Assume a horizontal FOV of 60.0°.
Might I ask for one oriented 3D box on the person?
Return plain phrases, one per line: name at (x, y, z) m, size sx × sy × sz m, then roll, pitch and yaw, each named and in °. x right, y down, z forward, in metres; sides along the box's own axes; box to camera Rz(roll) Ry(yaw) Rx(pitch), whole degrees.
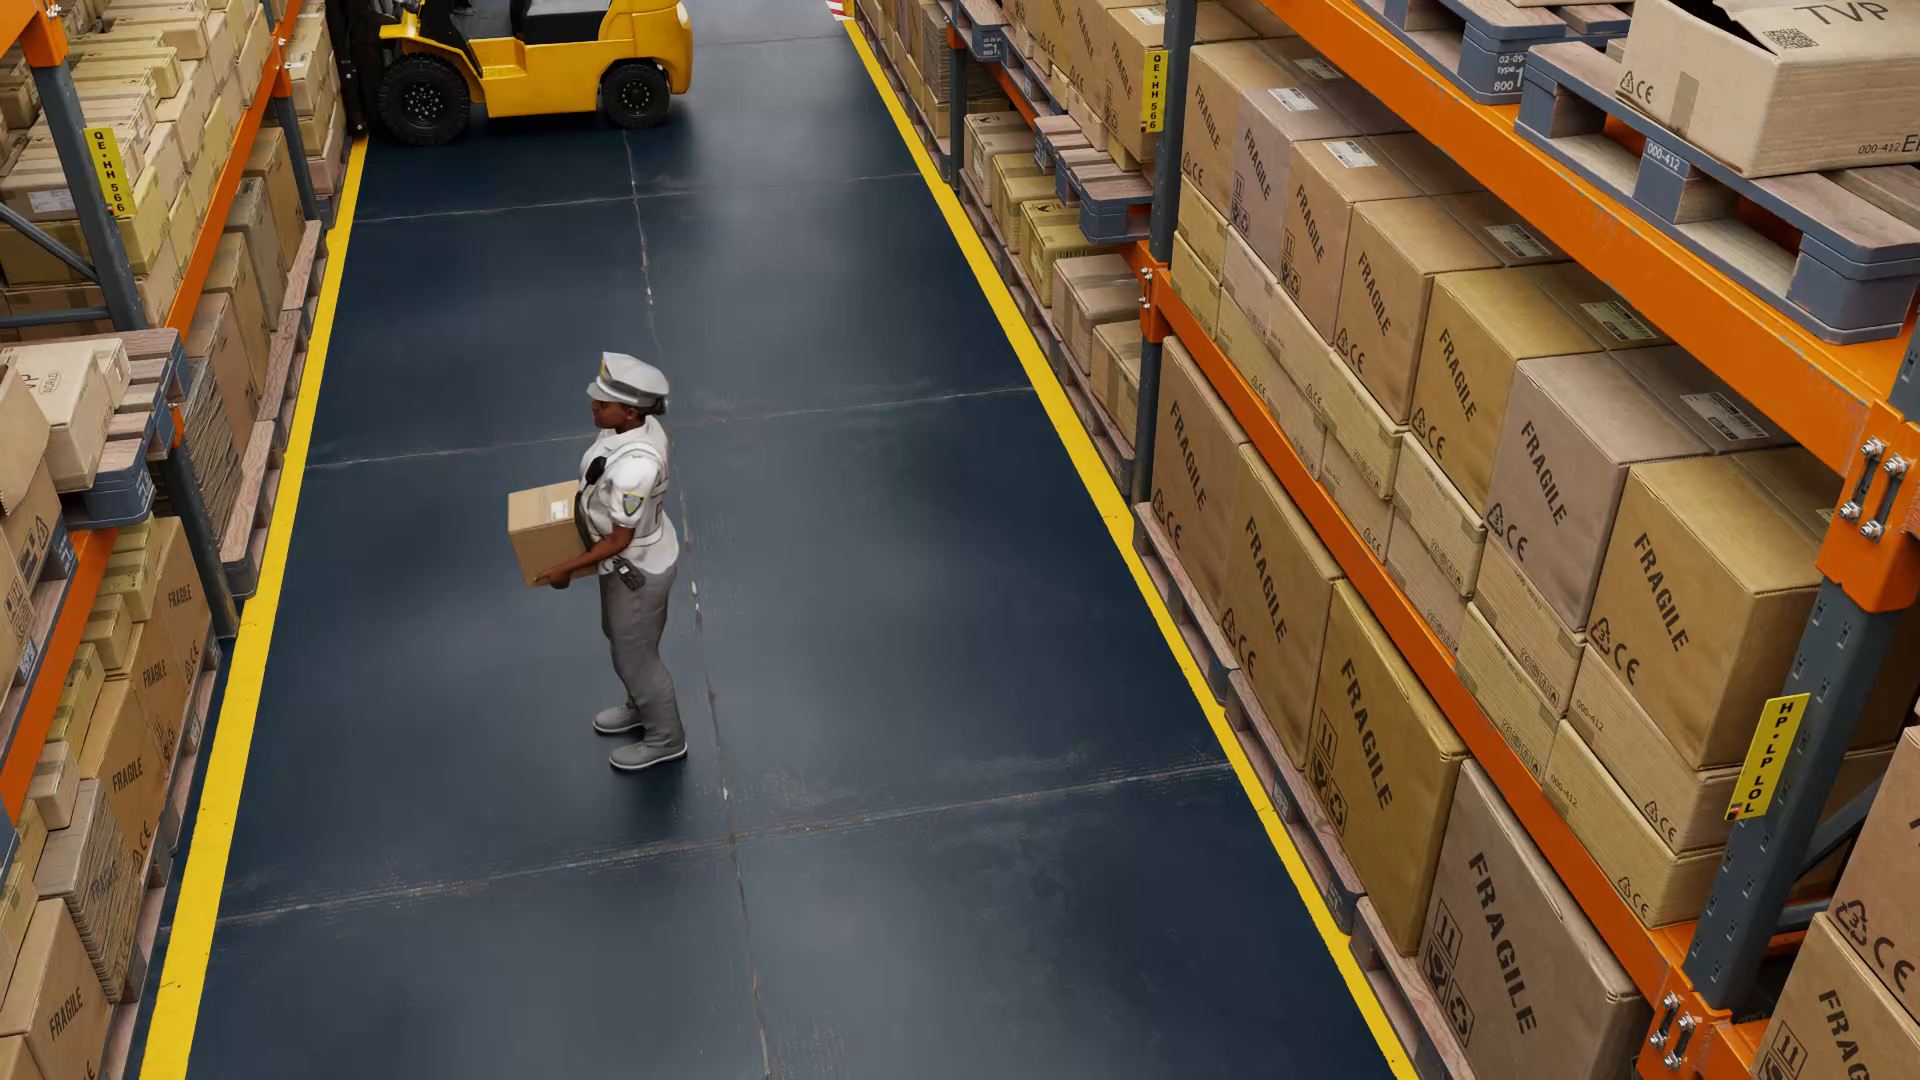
person at (-1.253, 0.086, 5.995) m, size 0.540 × 1.688 × 0.450 m, roll -7°, pitch 35°, yaw -10°
